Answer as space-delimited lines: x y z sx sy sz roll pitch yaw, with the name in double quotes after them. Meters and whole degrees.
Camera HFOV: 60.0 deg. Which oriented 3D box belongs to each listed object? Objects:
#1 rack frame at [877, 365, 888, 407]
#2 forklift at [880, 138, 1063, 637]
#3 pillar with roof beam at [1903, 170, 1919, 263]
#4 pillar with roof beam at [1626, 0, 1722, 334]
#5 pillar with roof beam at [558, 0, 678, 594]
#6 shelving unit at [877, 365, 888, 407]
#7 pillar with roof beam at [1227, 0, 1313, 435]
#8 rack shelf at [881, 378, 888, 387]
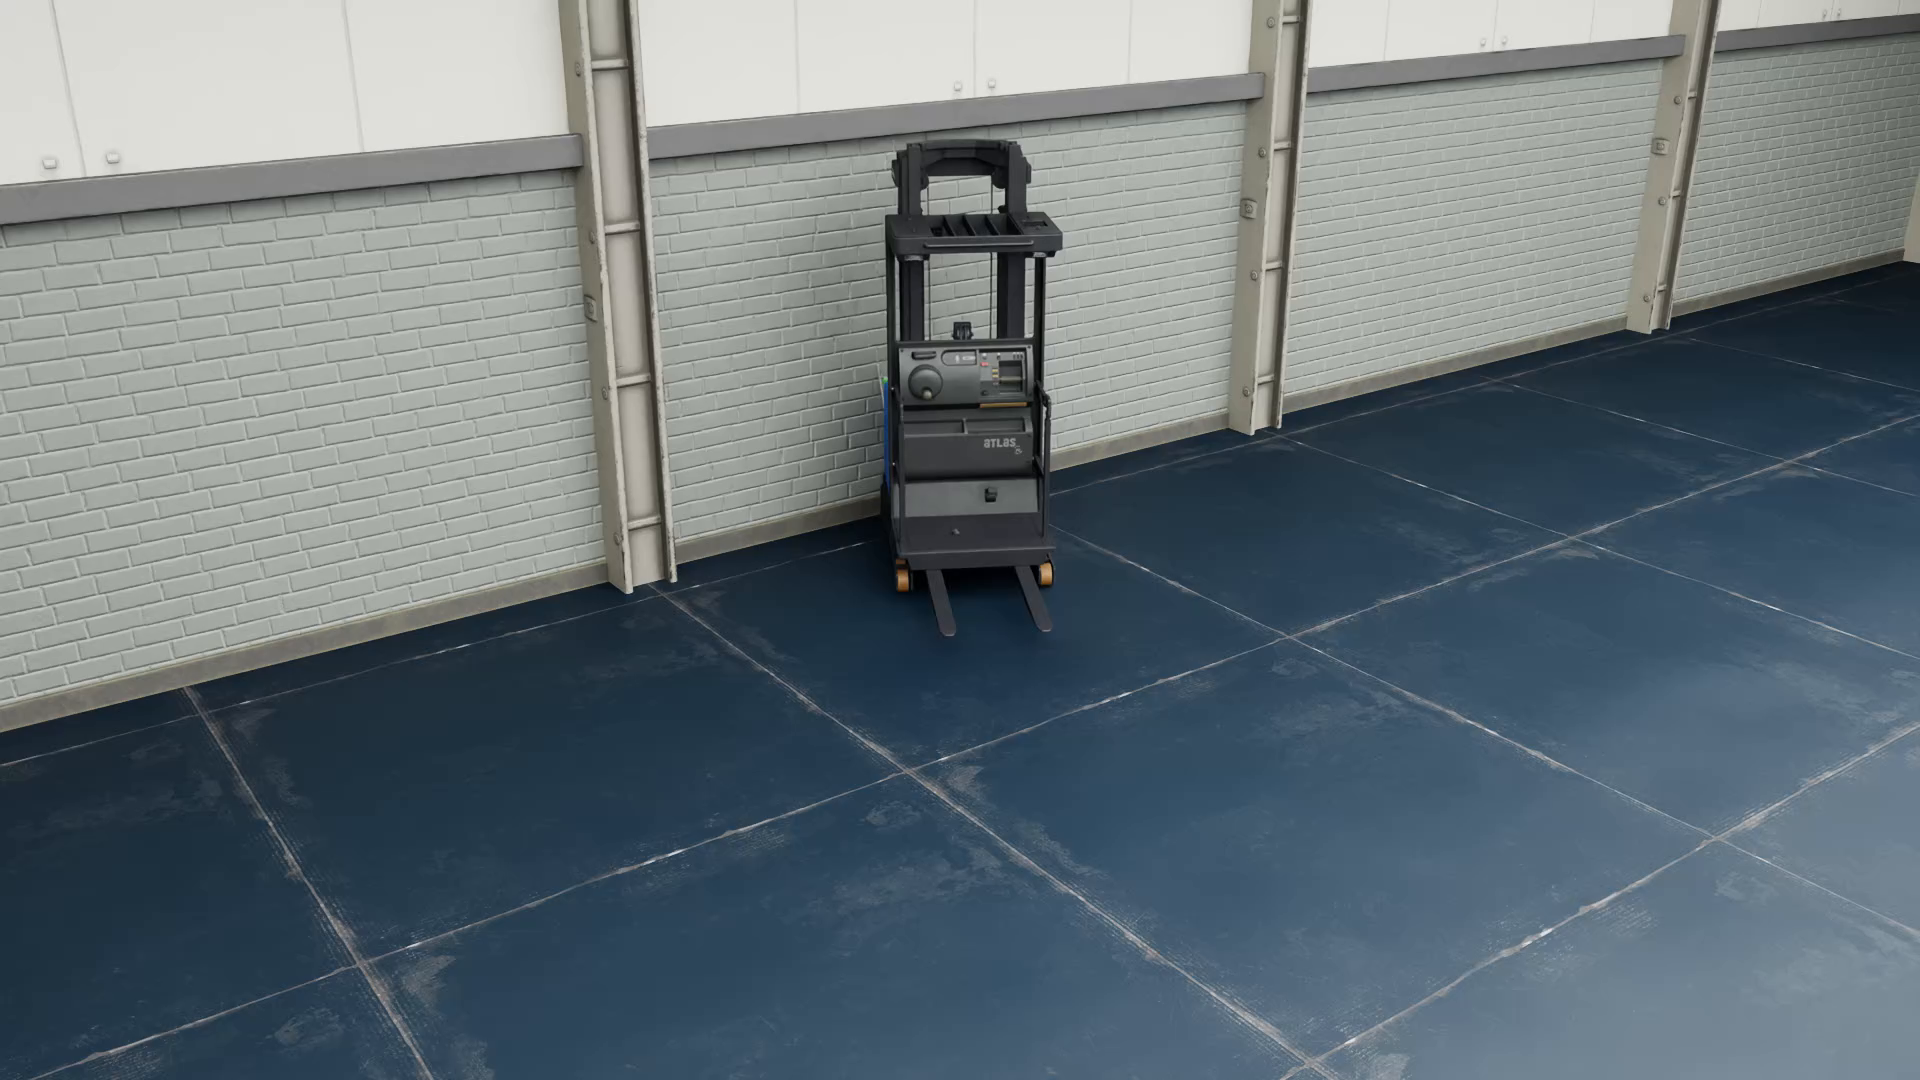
-0.471 -0.740 12.630 0.015 1.200 0.240 -23 28 -30 "rack frame"
0.068 -1.132 11.278 1.130 2.935 3.031 -2 22 -6 "forklift"
14.894 -6.497 16.537 0.400 9.000 9.100 -15 26 -33 "pillar with roof beam"
10.023 -5.199 13.282 0.400 9.000 9.100 -15 26 -33 "pillar with roof beam"
0.282 -2.601 6.773 0.400 9.000 9.100 -15 26 -33 "pillar with roof beam"
-0.276 -0.821 12.753 0.503 1.200 0.258 -23 28 -30 "shelving unit"
5.153 -3.900 10.028 0.400 9.000 9.100 -15 26 -33 "pillar with roof beam"
-0.328 -1.198 12.586 0.480 0.148 0.258 -23 28 -30 "rack shelf"
